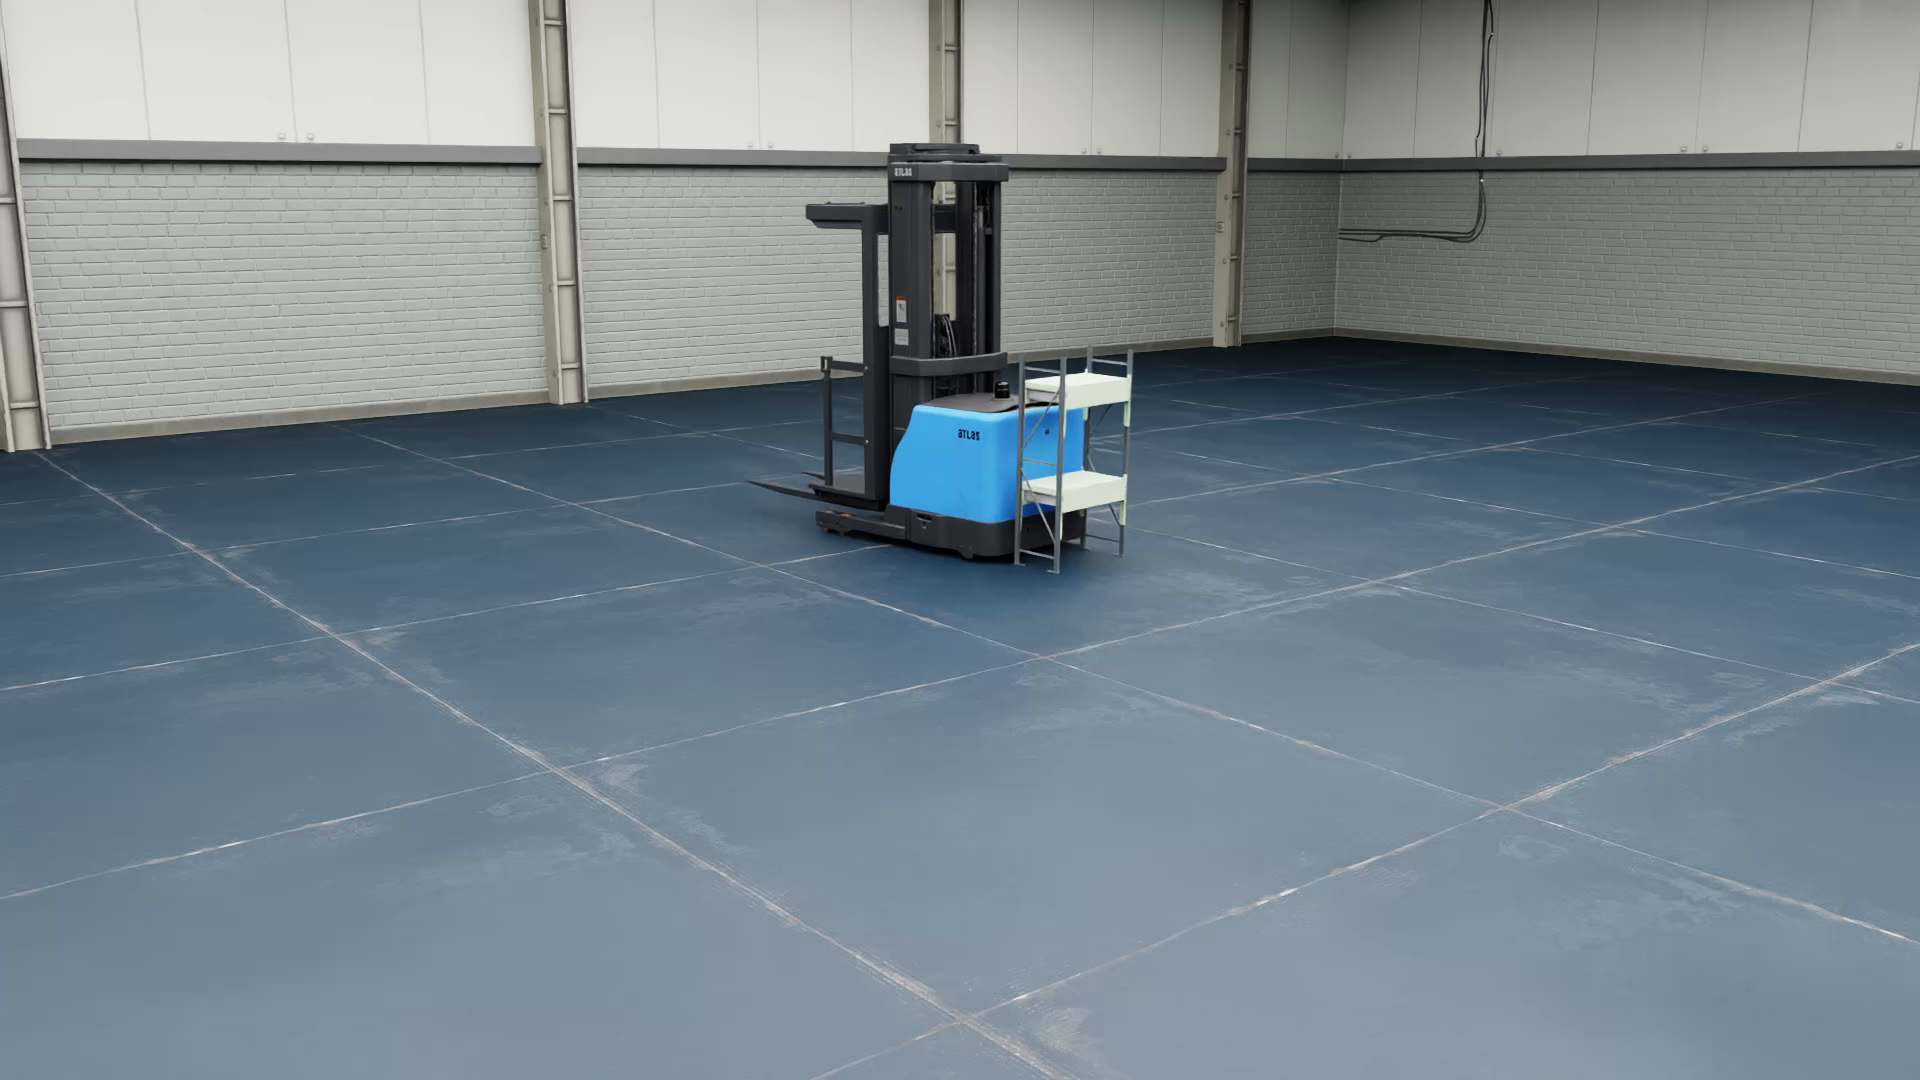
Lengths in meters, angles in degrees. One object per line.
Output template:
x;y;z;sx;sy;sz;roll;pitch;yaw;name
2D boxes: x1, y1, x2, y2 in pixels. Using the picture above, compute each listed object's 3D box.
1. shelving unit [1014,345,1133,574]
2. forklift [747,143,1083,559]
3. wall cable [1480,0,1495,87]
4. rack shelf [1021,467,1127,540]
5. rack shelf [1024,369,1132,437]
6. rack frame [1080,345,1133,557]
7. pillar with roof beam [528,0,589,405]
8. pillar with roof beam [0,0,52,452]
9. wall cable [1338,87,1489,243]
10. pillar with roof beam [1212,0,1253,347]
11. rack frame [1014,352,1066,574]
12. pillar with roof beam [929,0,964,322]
0.803;-0.587;11.752;0.431;1.500;0.755;13;18;42;shelving unit
-0.477;-1.539;12.818;1.130;2.935;3.031;-12;17;-44;forklift
9.311;-8.356;25.634;0.112;2.526;3.097;-9;15;-38;wall cable
0.797;-0.269;11.826;0.431;0.370;0.720;13;18;42;rack shelf
0.810;-0.967;11.664;0.431;0.370;0.720;13;18;42;rack shelf
1.055;-0.642;12.012;0.400;1.500;0.023;13;18;42;rack frame
-2.187;-5.420;16.491;0.400;9.000;9.100;-9;15;-38;pillar with roof beam
-6.872;-4.642;12.825;0.400;9.000;9.100;-9;15;-38;pillar with roof beam
7.621;-6.325;28.225;0.112;2.526;3.097;-9;15;-38;wall cable
7.183;-6.978;23.824;0.400;9.000;9.100;-9;15;-38;pillar with roof beam
0.551;-0.531;11.493;0.400;1.500;0.023;13;18;42;rack frame
2.498;-6.199;20.158;0.400;9.000;9.100;-9;15;-38;pillar with roof beam
